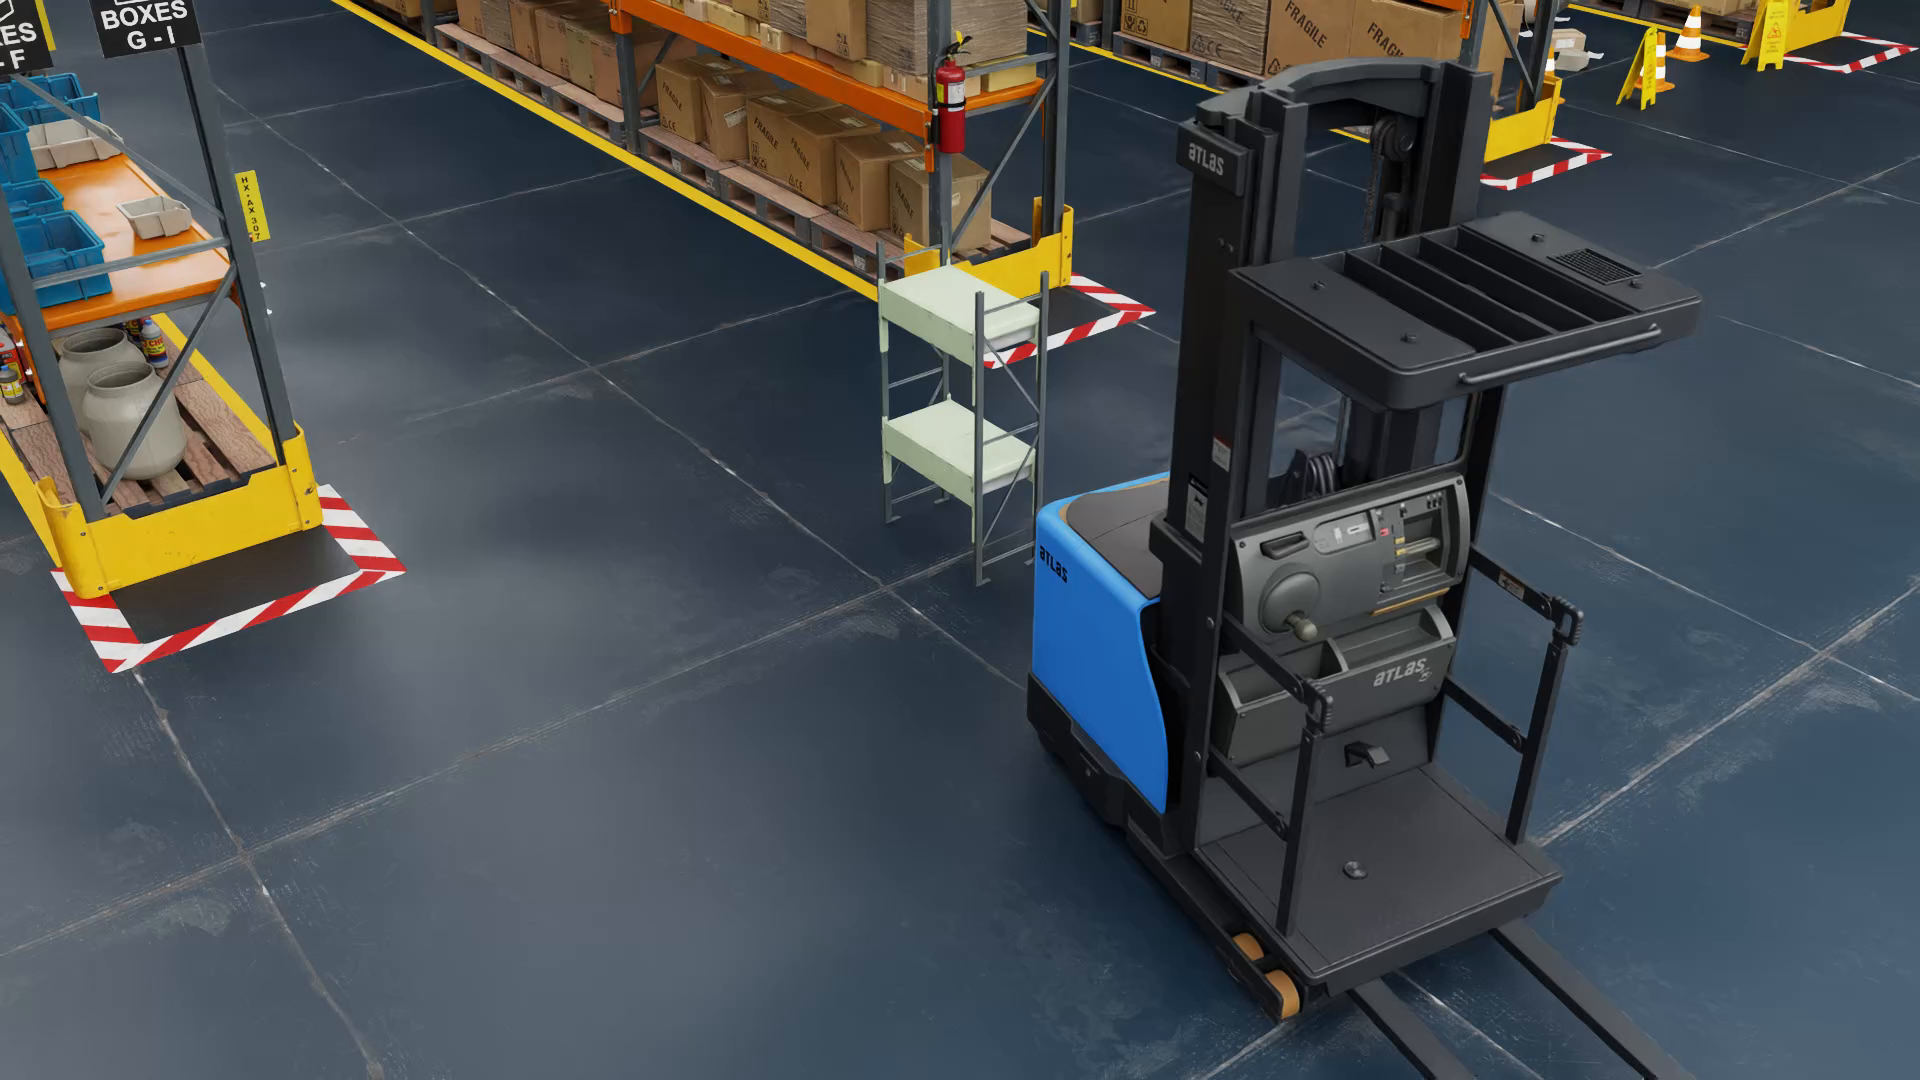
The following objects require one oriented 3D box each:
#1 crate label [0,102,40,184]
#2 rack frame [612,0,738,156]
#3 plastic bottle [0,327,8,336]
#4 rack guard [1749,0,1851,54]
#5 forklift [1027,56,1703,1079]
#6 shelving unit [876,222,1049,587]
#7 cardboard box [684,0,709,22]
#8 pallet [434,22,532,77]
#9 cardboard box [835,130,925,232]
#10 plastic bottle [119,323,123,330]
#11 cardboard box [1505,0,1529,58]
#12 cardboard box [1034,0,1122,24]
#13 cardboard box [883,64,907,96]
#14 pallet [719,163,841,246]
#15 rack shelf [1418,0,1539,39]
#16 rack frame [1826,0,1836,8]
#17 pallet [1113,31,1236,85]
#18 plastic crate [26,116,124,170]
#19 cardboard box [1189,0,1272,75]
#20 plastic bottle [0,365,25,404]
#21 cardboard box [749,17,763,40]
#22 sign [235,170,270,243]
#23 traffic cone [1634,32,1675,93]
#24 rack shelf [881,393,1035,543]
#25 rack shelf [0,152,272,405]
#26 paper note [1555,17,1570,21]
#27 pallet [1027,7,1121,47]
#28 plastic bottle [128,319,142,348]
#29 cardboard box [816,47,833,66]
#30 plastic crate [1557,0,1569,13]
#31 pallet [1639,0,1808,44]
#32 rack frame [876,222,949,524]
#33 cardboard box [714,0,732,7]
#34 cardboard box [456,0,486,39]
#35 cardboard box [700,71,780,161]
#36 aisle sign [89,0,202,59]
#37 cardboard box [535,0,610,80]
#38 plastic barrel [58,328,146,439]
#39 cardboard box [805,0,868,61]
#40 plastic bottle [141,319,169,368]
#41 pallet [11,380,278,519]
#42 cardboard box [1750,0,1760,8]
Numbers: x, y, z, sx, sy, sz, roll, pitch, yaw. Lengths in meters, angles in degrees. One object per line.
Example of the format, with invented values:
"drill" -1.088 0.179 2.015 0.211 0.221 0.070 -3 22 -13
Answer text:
"crate label" -5.016 -1.922 8.467 0.502 0.435 0.616 -22 38 -31
"rack frame" -2.214 -4.496 12.647 1.000 3.000 0.127 -22 38 -31
"plastic bottle" -5.364 -1.052 9.266 0.152 0.276 0.135 -23 39 -33
"rack guard" 8.021 -5.005 15.835 1.175 0.500 0.348 -22 38 -31
"forklift" 1.392 0.110 5.294 1.130 2.935 3.031 -15 35 -23
"shelving unit" 0.004 -0.634 7.850 0.431 1.500 0.755 -22 38 -31
"cardboard box" -1.720 -3.781 11.732 0.380 0.149 0.250 -22 38 -31
"pallet" -4.189 -4.653 15.541 1.003 0.211 1.213 -22 38 -31
"cardboard box" -0.524 -2.450 11.322 0.500 0.500 0.500 -12 34 -19
"plastic bottle" -4.935 -1.380 9.798 0.097 0.271 0.097 0 32 0
"cardboard box" 4.990 -4.888 15.643 0.637 0.503 0.797 6 32 10
"cardboard box" 1.314 -5.511 16.015 1.050 0.750 0.750 -22 38 -32
"cardboard box" -0.252 -2.879 10.281 0.380 0.149 0.250 -22 38 -31
"pallet" -1.022 -2.535 12.131 1.003 0.211 1.213 -22 38 -31
"rack shelf" 2.993 -4.920 14.010 1.077 0.370 4.000 -22 38 -31
"rack frame" 8.067 -6.036 15.125 1.000 3.000 0.127 -22 38 -31
"pallet" 2.171 -4.532 15.347 1.003 0.211 1.213 -22 38 -31
"plastic crate" -4.930 -2.187 9.178 0.530 0.136 0.437 -22 38 -31
"cardboard box" 2.652 -4.676 14.551 0.875 0.875 0.875 -22 38 -31
"plastic bottle" -5.146 -0.849 9.009 0.097 0.201 0.097 0 32 0
"cardboard box" -1.200 -3.493 11.268 0.380 0.149 0.250 -22 38 -31
"sign" -3.236 -1.521 7.593 0.100 0.325 0.005 -22 38 -31
"traffic cone" 6.116 -4.219 14.604 0.336 0.463 0.334 -22 38 -31
"rack shelf" 0.004 -0.357 8.022 0.431 0.370 0.720 -22 38 -31
"rack shelf" -4.900 -1.755 8.914 1.077 0.370 4.000 -22 38 -31
"paper note" 5.999 -5.204 16.599 0.148 0.019 0.142 18 36 27
"pallet" 1.233 -5.172 16.377 1.003 0.211 1.213 -22 38 -31
"plastic bottle" -4.749 -1.254 9.595 0.097 0.271 0.097 0 32 0
"cardboard box" -0.707 -3.193 10.787 0.380 0.149 0.250 -22 38 -31
"plastic crate" 5.929 -5.543 17.099 0.583 0.080 0.402 18 36 27
"pallet" 7.550 -5.233 16.475 1.003 0.211 1.213 -22 38 -31
"rack frame" -0.220 -0.787 8.095 0.400 1.500 0.023 -22 38 -31
"cardboard box" -1.322 -4.062 11.571 0.875 0.500 0.500 -22 38 -31
"cardboard box" -4.240 -5.016 15.435 0.700 0.500 0.500 -25 39 -34
"cardboard box" -1.643 -3.197 12.526 0.500 0.500 0.500 -11 33 -16
"aisle sign" -3.398 -2.396 6.801 0.394 0.787 0.004 -22 38 -31
"cardboard box" -3.194 -4.322 14.318 0.700 0.500 0.500 -26 40 -35
"plastic barrel" -4.445 -0.807 8.666 0.421 0.512 0.421 0 32 0
"cardboard box" -0.478 -3.406 10.514 0.875 0.500 0.500 -22 38 -31
"plastic bottle" -4.539 -1.111 9.365 0.097 0.271 0.097 0 32 0
"pallet" -4.251 -0.399 8.693 1.003 0.211 1.213 -22 38 -31
"cardboard box" 7.791 -5.472 16.425 0.500 0.250 0.500 -23 38 -32
